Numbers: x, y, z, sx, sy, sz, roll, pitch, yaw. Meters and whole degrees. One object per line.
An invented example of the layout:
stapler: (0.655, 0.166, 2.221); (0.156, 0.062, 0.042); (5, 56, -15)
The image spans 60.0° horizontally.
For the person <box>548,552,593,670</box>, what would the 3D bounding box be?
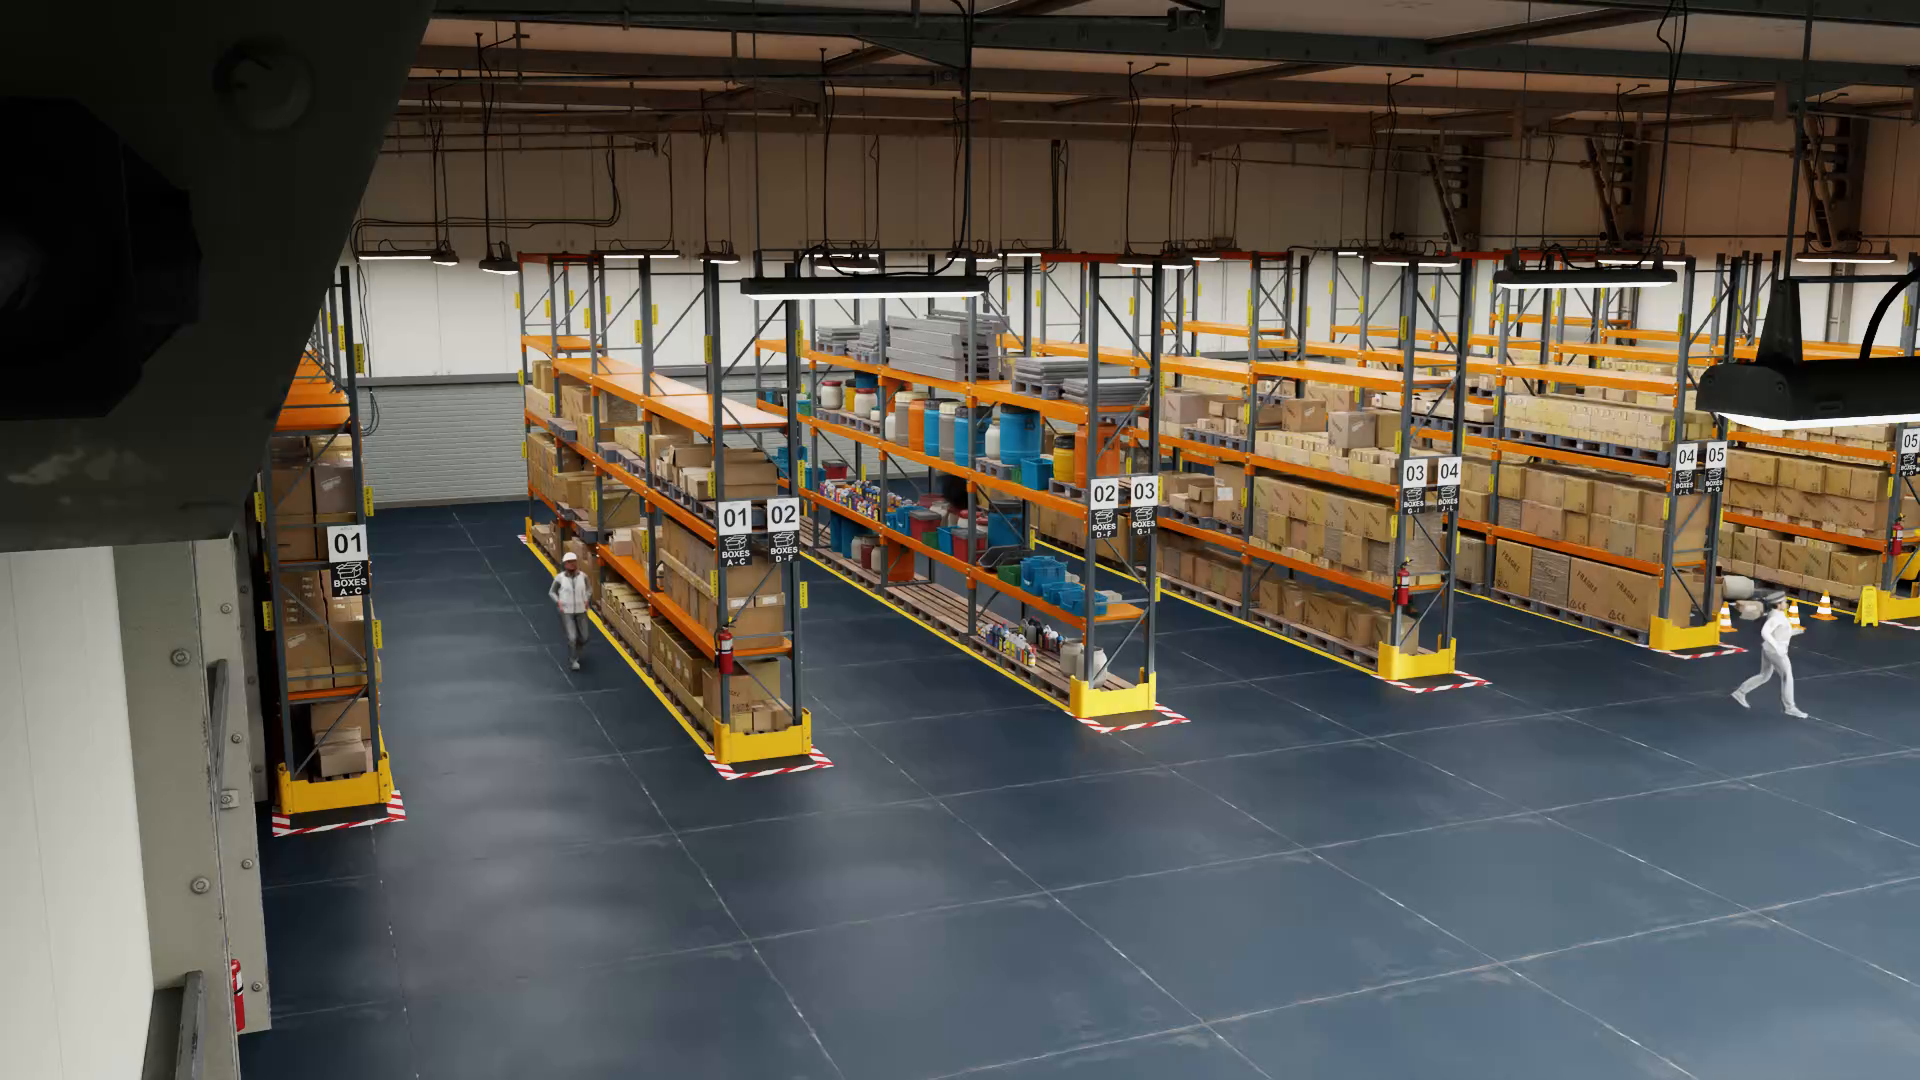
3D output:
person: (-5.738, 1.033, 24.606); (0.659, 1.722, 0.614); (-5, 11, -23)

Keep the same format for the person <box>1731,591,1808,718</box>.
person: (10.803, 1.499, 22.039); (0.917, 1.680, 0.592); (2, 11, 12)

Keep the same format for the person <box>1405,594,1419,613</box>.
person: (7.597, 0.346, 28.289); (0.698, 1.747, 0.724); (-5, 12, -27)
